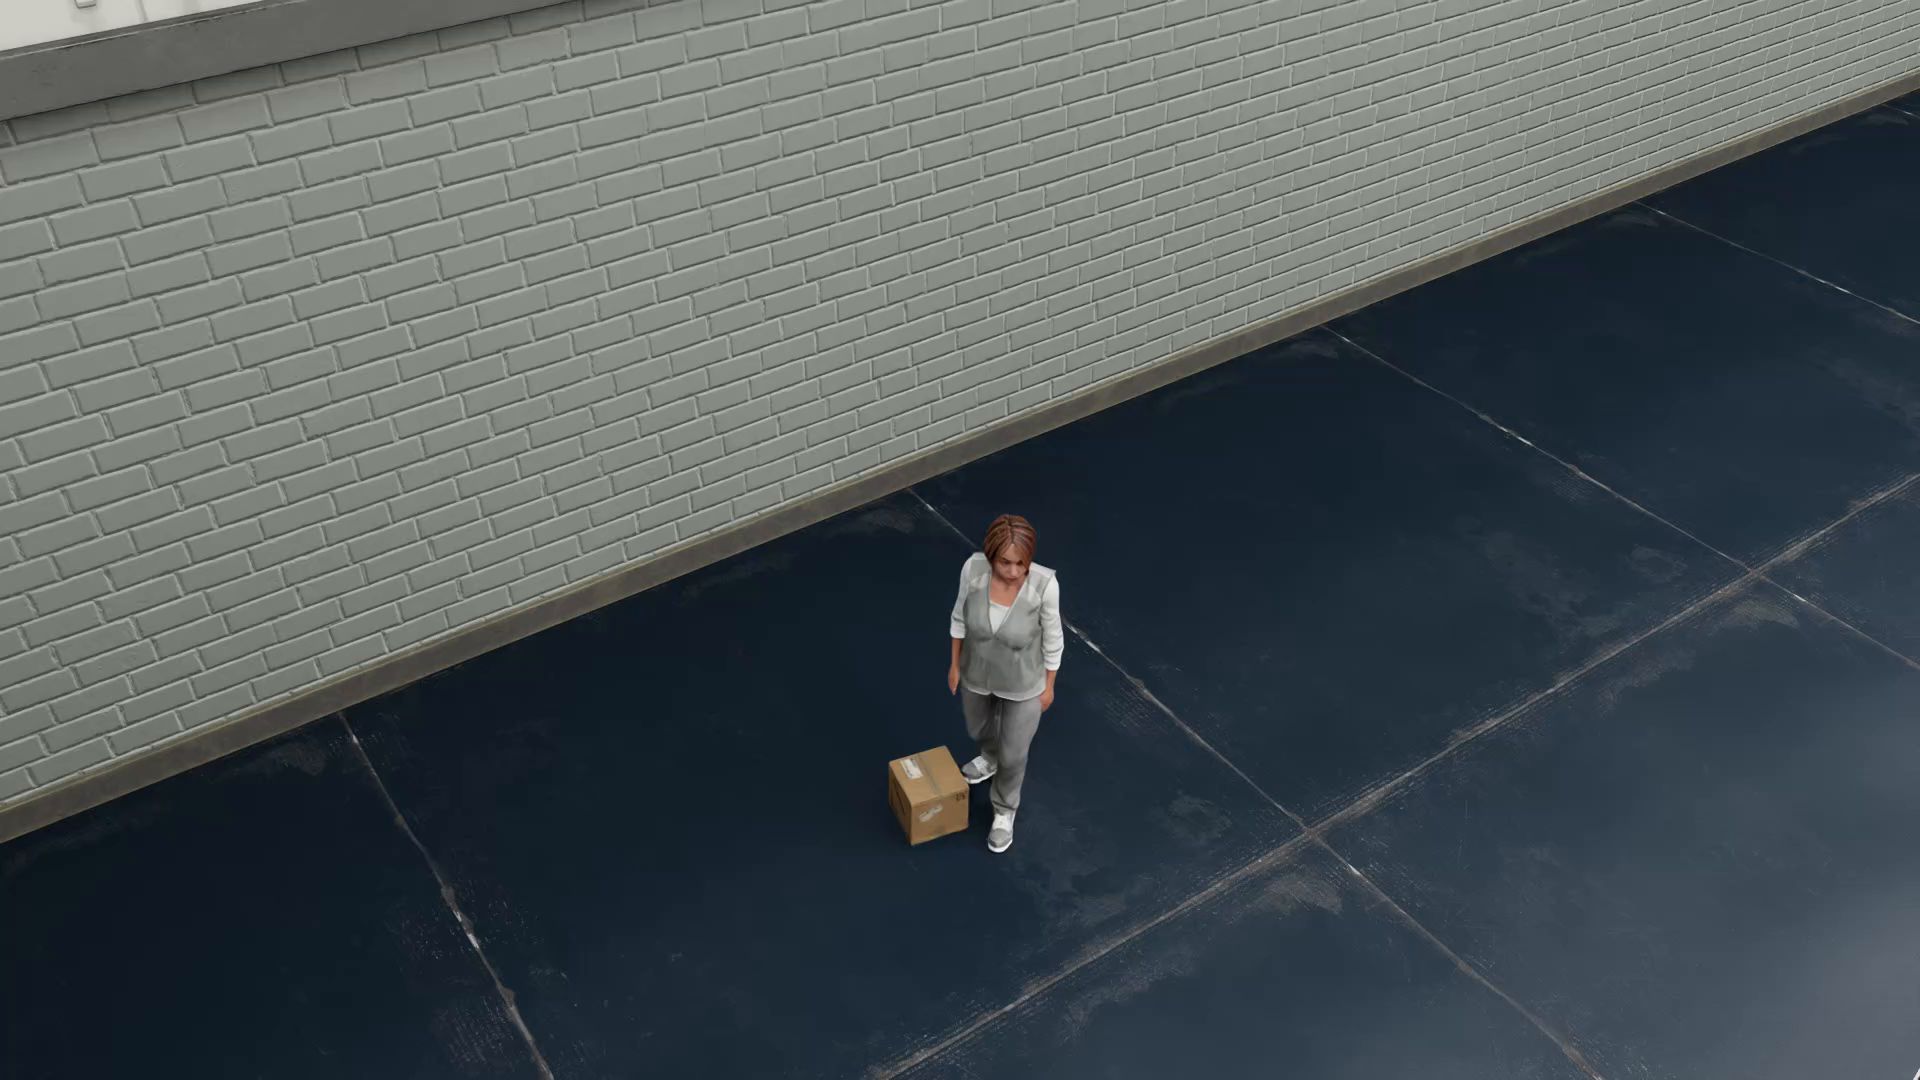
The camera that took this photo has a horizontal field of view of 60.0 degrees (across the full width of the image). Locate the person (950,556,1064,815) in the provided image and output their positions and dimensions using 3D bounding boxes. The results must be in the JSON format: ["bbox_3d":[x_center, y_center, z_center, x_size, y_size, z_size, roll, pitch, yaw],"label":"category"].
[{"bbox_3d":[0.198,0.575,6.440,0.436,1.214,0.488,12,39,16],"label":"person"}]
